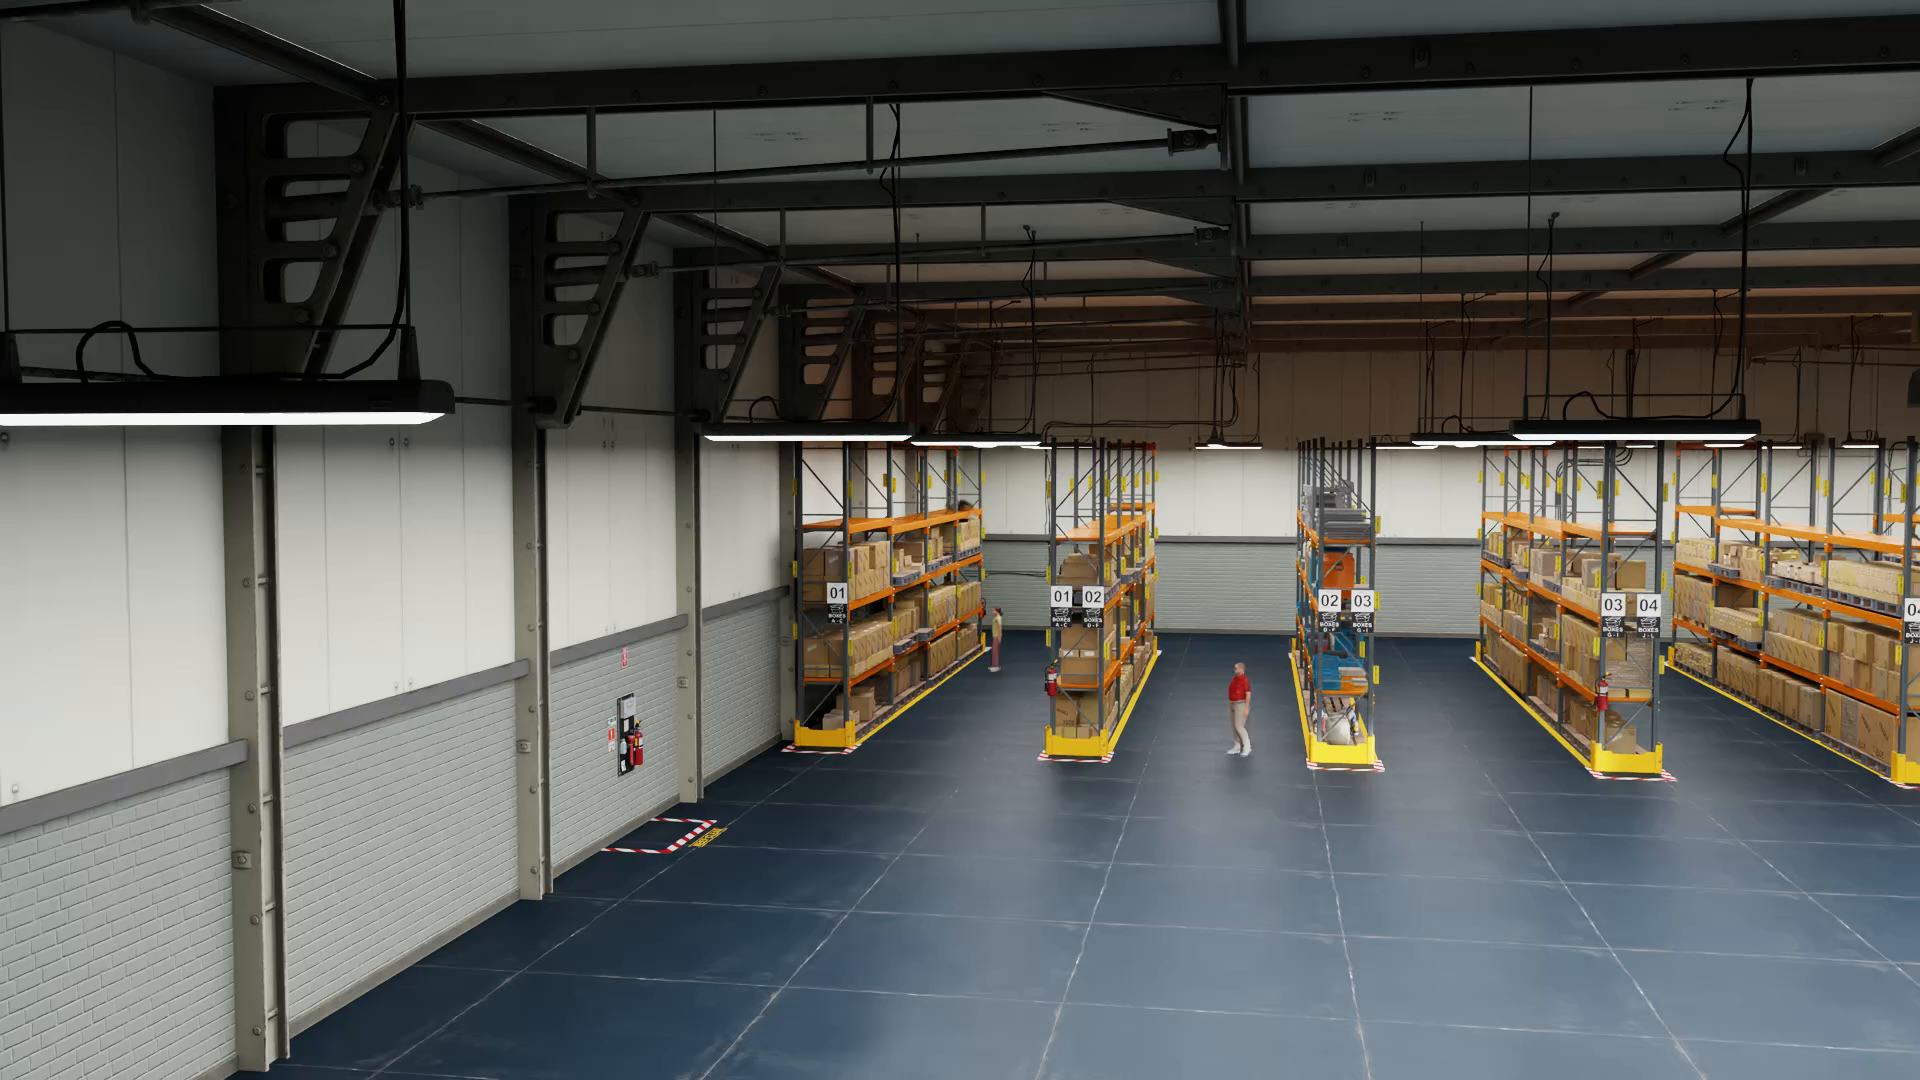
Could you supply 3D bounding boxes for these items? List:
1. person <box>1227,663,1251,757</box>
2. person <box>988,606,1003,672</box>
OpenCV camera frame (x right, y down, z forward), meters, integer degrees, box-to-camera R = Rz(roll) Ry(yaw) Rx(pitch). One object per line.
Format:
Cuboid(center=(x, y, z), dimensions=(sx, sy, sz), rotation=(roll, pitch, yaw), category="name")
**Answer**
Cuboid(center=(5.275, 3.205, 31.480), dimensions=(0.404, 1.761, 0.574), rotation=(-1, 3, -17), category="person")
Cuboid(center=(0.943, 2.586, 43.637), dimensions=(0.414, 1.703, 0.582), rotation=(0, 3, 1), category="person")
